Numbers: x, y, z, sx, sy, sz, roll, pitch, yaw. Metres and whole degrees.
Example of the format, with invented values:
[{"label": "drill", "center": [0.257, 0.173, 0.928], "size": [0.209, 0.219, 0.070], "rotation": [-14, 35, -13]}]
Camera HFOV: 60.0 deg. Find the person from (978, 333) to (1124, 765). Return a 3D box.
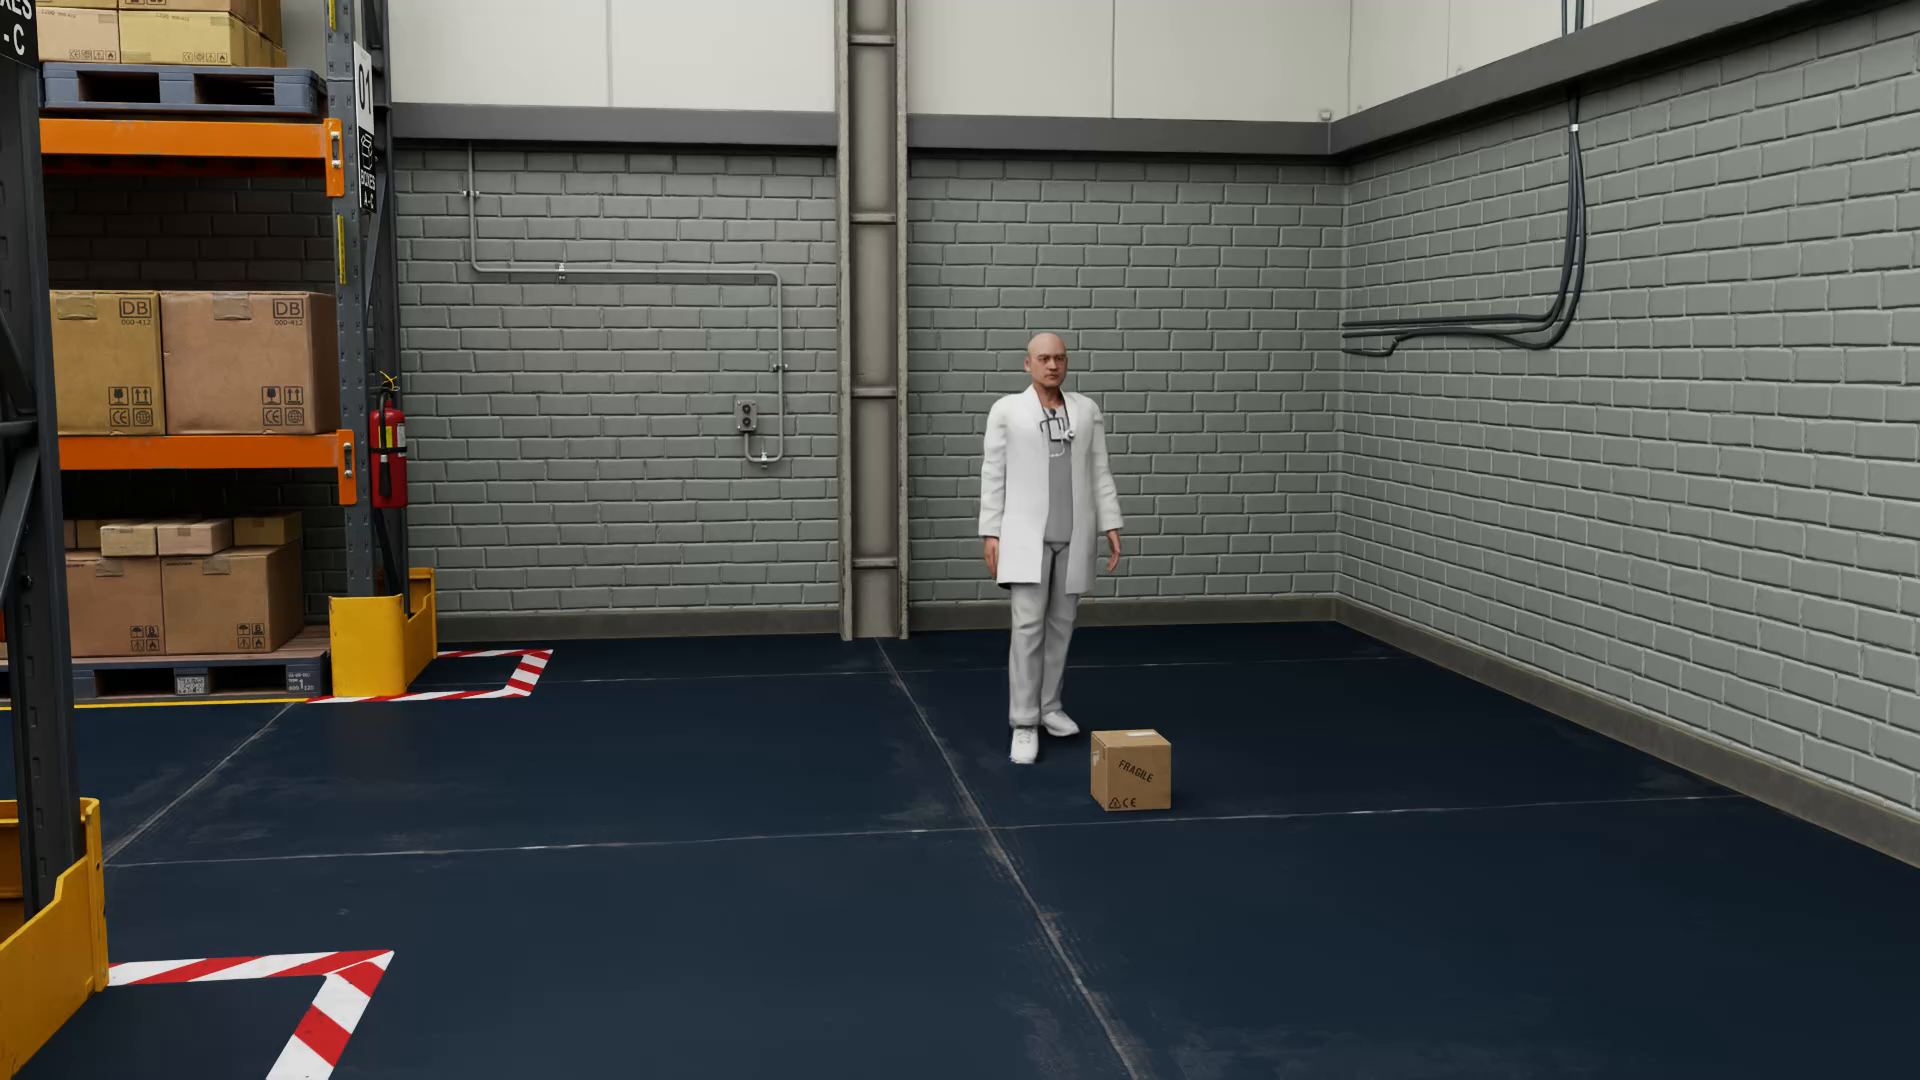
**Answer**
[{"label": "person", "center": [0.421, 0.010, 7.206], "size": [0.599, 1.804, 0.673], "rotation": [-2, 7, -18]}]
